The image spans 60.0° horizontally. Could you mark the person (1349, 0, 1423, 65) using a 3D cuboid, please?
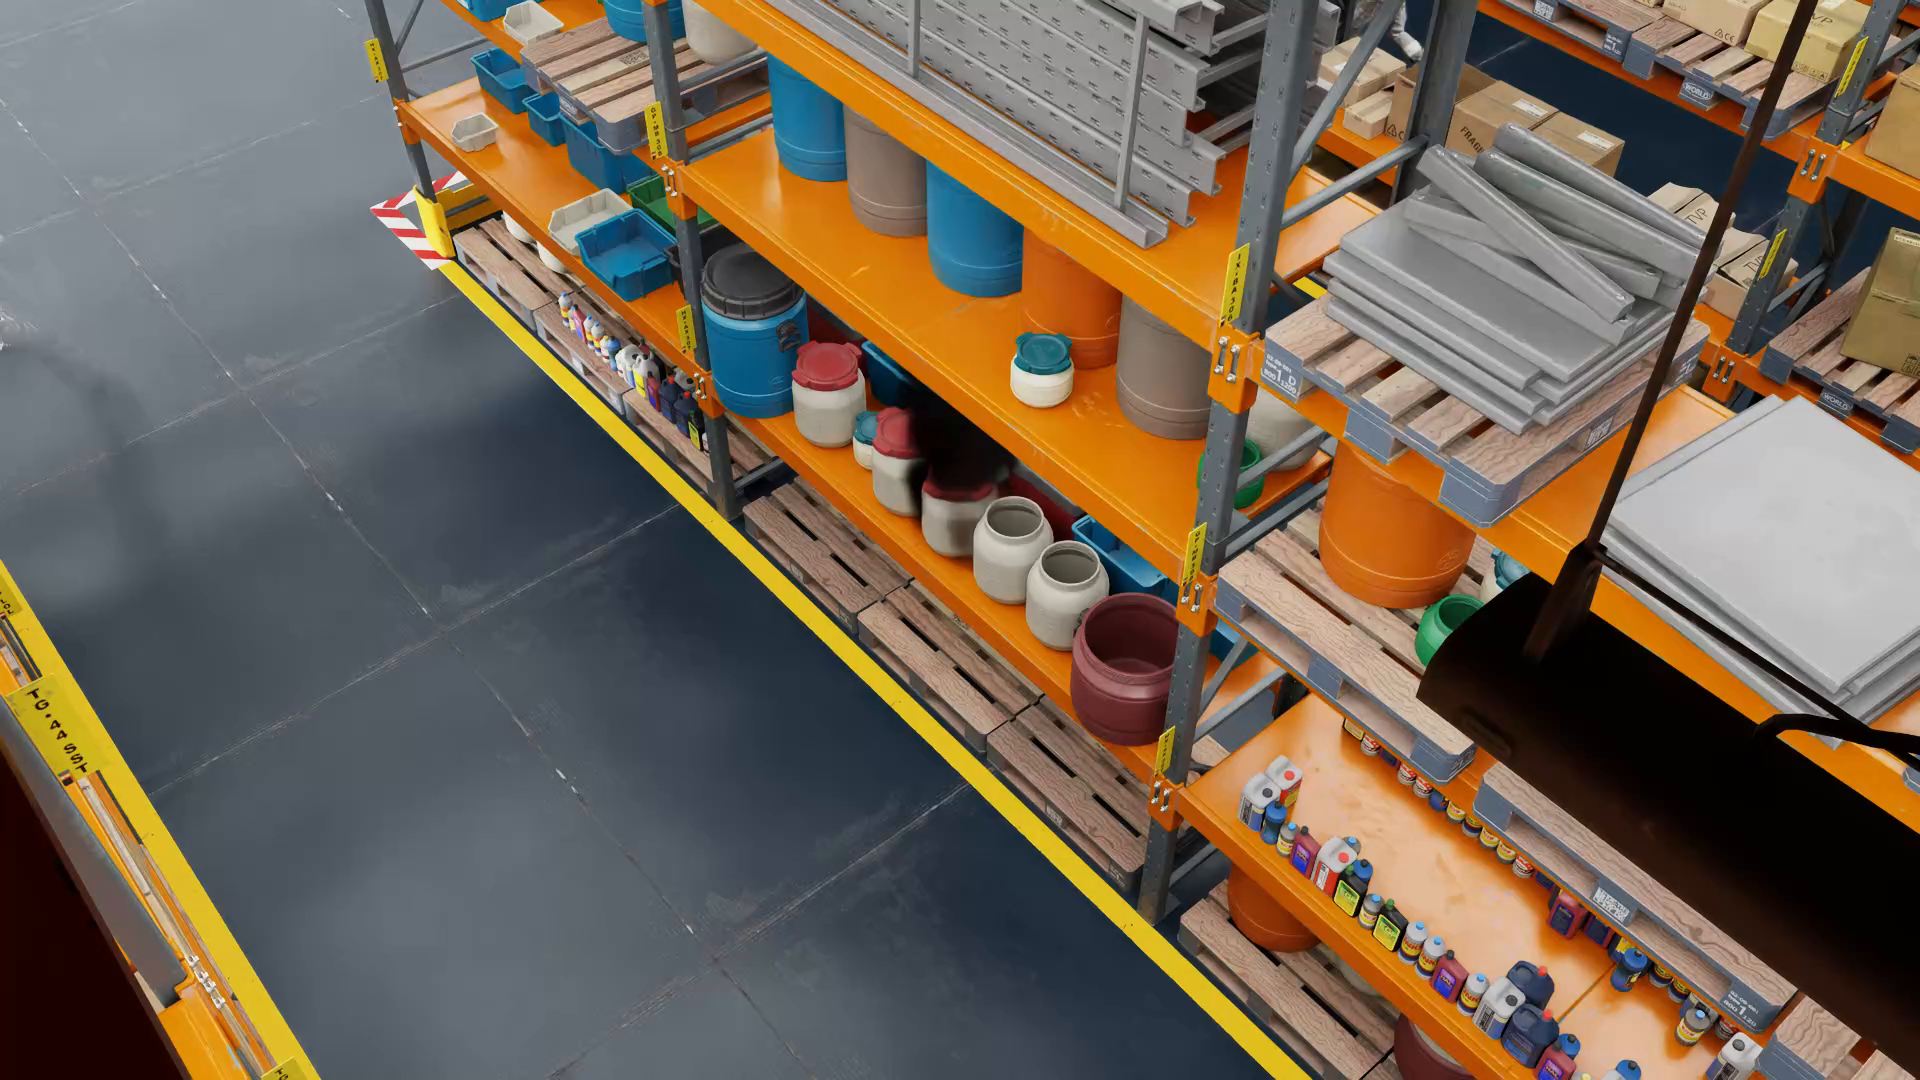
[{"bbox_3d":[3.660,-4.640,14.162,1.143,1.801,0.621,33,55,27],"label":"person"}]

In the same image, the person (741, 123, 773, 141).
[{"bbox_3d":[-1.467,-2.866,12.483,0.648,1.759,0.640,-30,54,-26],"label":"person"}]
